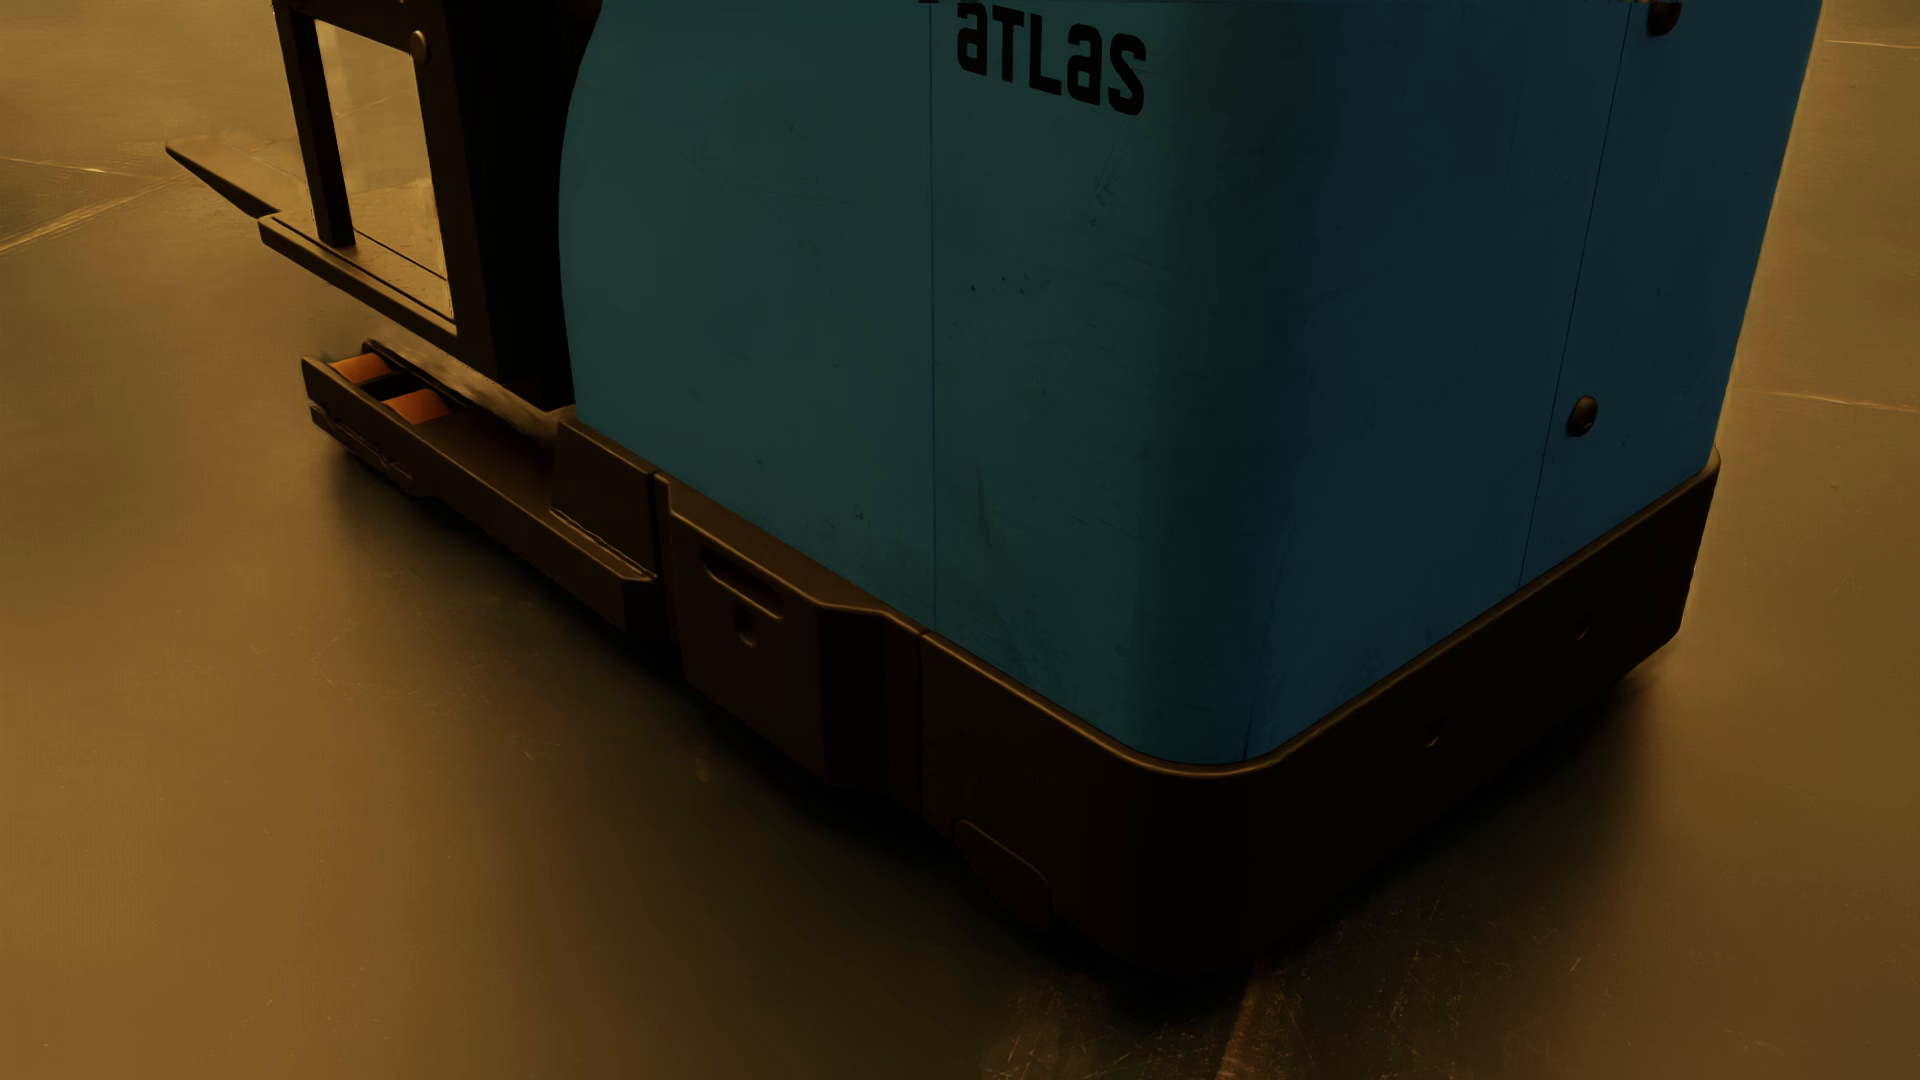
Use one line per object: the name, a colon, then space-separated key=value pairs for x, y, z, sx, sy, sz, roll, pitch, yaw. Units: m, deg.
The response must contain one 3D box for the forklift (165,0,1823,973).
forklift: x=-0.424 y=-1.494 z=2.164 sx=1.130 sy=2.935 sz=3.031 roll=-24 pitch=38 yaw=-36
